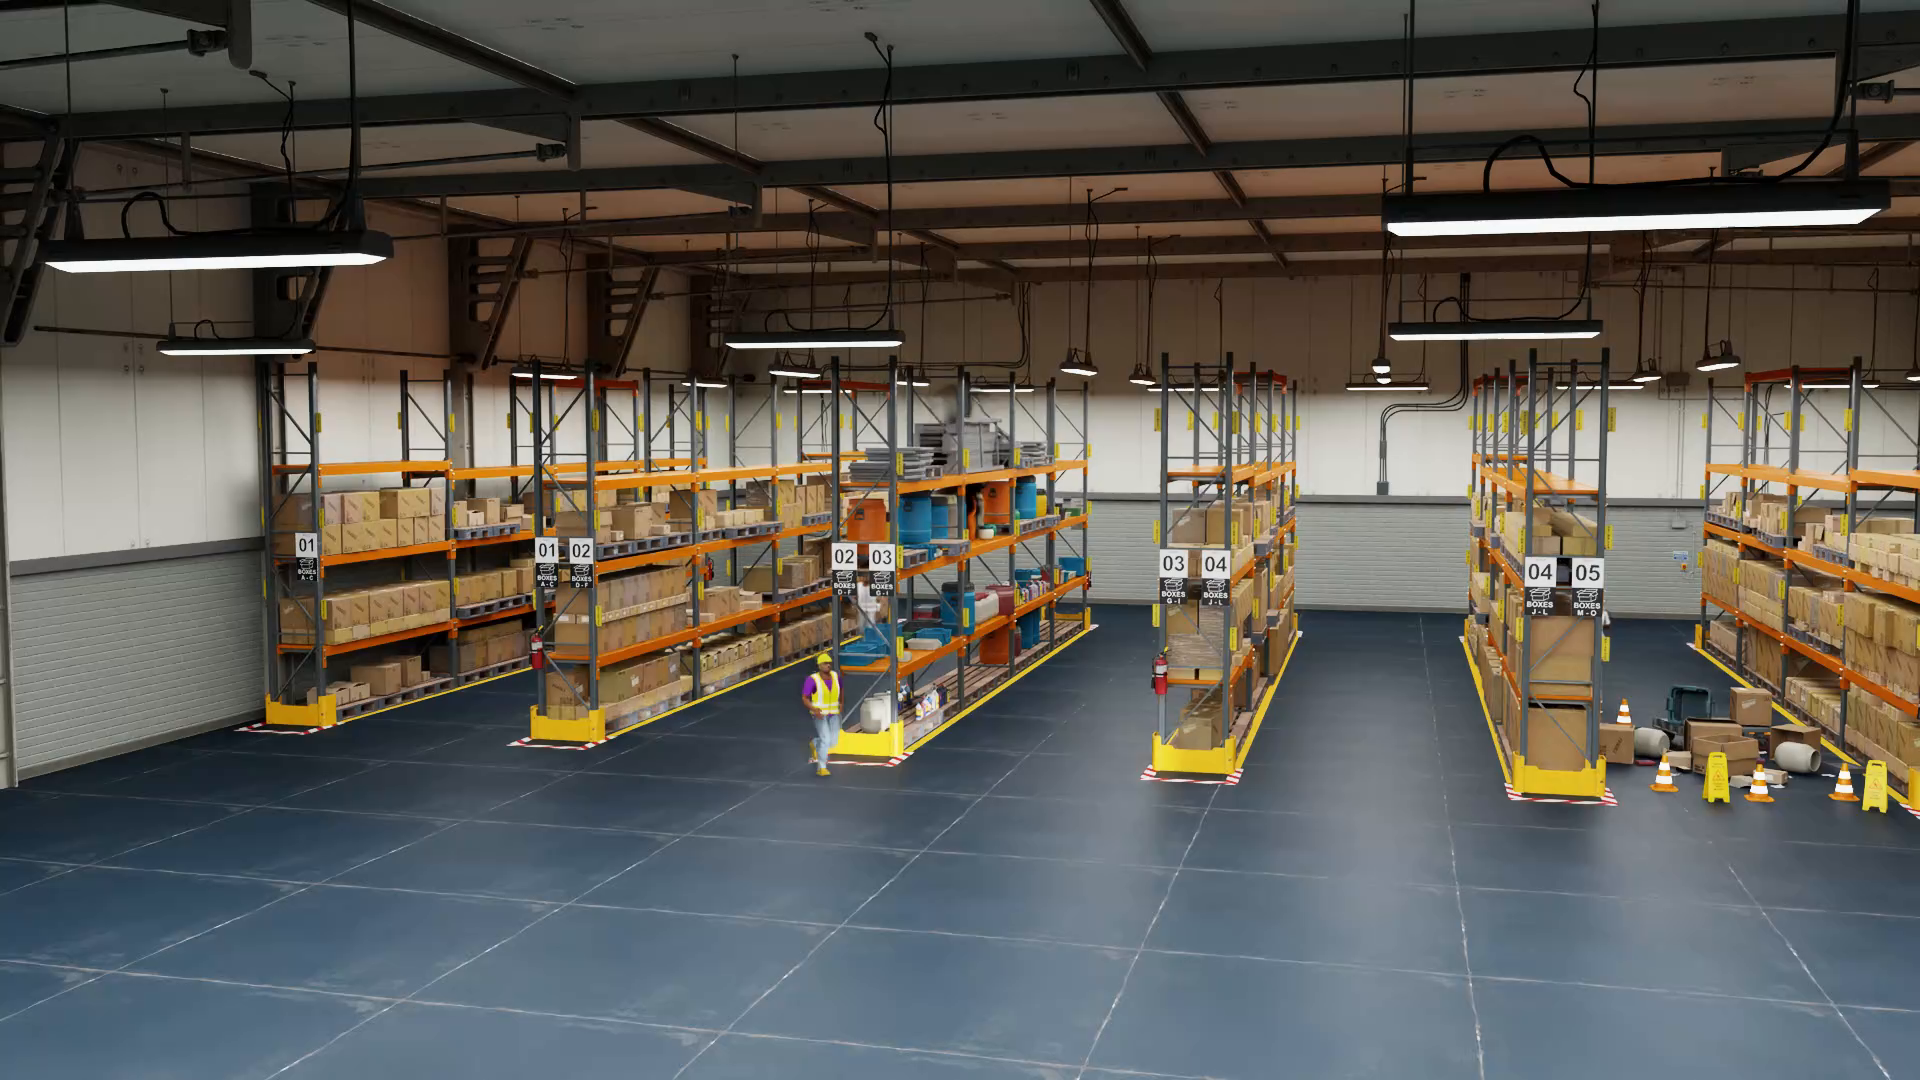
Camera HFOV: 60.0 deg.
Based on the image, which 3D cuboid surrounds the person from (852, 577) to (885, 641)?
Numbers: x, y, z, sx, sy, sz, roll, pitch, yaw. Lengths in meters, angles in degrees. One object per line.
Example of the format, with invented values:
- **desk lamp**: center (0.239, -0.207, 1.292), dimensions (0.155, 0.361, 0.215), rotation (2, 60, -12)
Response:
- **person**: center (-1.906, 1.459, 34.377), dimensions (0.693, 1.715, 0.764), rotation (0, 4, 4)

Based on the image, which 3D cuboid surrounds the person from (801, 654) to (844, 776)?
- **person**: center (-1.959, 2.477, 23.760), dimensions (0.715, 1.735, 0.673), rotation (-3, 5, -35)

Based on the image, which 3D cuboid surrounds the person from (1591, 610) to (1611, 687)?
- **person**: center (11.861, 1.917, 31.221), dimensions (0.679, 1.816, 0.807), rotation (1, 4, 12)
